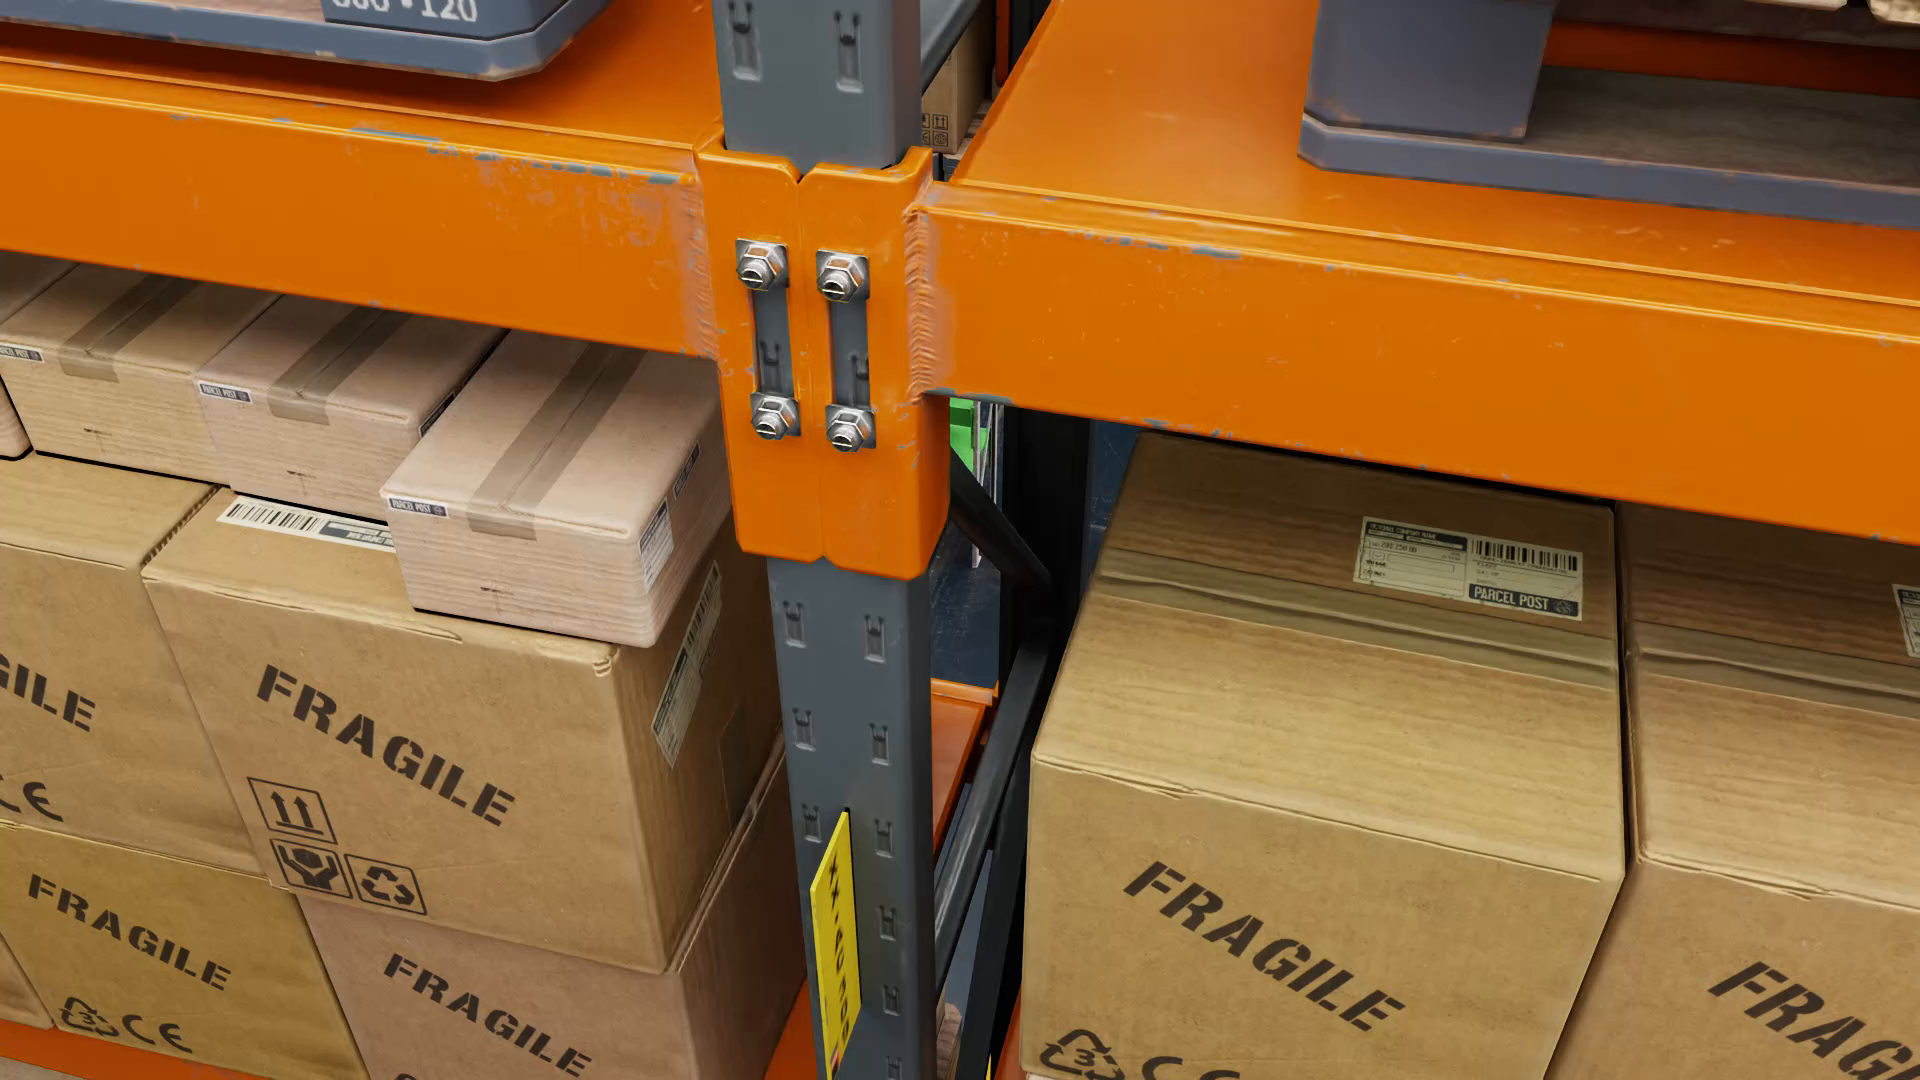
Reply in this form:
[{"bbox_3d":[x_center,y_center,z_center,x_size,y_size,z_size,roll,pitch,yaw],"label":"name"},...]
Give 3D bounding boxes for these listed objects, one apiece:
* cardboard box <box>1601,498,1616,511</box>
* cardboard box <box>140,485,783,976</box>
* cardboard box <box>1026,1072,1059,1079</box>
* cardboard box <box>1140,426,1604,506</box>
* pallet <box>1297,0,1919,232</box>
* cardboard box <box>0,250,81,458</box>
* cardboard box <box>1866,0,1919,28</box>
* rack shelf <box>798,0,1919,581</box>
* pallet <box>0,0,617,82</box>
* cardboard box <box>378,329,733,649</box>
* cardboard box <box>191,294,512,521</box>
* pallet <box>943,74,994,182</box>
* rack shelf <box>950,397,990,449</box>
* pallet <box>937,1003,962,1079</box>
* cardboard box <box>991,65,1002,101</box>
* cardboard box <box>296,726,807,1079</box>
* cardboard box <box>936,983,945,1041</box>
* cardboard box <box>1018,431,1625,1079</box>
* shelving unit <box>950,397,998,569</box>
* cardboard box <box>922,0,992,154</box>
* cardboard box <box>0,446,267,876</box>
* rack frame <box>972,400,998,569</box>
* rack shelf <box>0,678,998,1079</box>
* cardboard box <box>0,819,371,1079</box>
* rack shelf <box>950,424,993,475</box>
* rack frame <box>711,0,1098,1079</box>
[{"bbox_3d":[1.016,0.014,2.046,0.500,0.500,0.500,11,41,12],"label":"cardboard box"},{"bbox_3d":[-0.509,0.107,1.935,0.500,0.500,0.500,9,41,11],"label":"cardboard box"},{"bbox_3d":[0.370,0.549,1.991,0.500,0.250,0.500,9,41,10],"label":"cardboard box"},{"bbox_3d":[0.514,-0.068,2.143,0.500,0.500,0.500,11,41,13],"label":"cardboard box"},{"bbox_3d":[0.916,-0.519,1.351,1.217,0.209,0.805,8,41,10],"label":"pallet"},{"bbox_3d":[-1.076,-0.278,1.889,0.250,0.149,0.380,9,41,11],"label":"cardboard box"},{"bbox_3d":[0.794,-0.586,0.879,0.500,0.500,0.500,9,41,11],"label":"cardboard box"},{"bbox_3d":[1.950,-0.106,1.270,4.000,0.370,1.077,10,41,11],"label":"rack shelf"},{"bbox_3d":[-0.770,-0.822,1.633,1.213,0.211,1.003,10,41,11],"label":"pallet"},{"bbox_3d":[4.248,-0.270,3.668,8.416,2.449,5.789,9,41,11],"label":"cardboard box"},{"bbox_3d":[-0.589,-0.199,1.795,0.250,0.149,0.380,11,41,12],"label":"cardboard box"},{"bbox_3d":[0.634,-1.696,7.106,1.213,0.211,1.003,10,41,11],"label":"pallet"},{"bbox_3d":[-0.160,-0.438,4.938,0.480,0.148,0.258,10,41,11],"label":"rack shelf"},{"bbox_3d":[-0.696,1.328,3.505,1.213,0.211,1.003,10,41,11],"label":"pallet"},{"bbox_3d":[0.301,-2.047,7.245,0.250,0.149,0.380,9,41,11],"label":"cardboard box"},{"bbox_3d":[-0.496,0.478,2.270,0.500,0.500,0.500,10,41,12],"label":"cardboard box"},{"bbox_3d":[-0.561,1.084,3.292,0.875,0.438,0.875,9,41,11],"label":"cardboard box"},{"bbox_3d":[0.369,0.266,1.746,0.500,0.500,0.500,10,41,12],"label":"cardboard box"},{"bbox_3d":[-0.160,-0.487,4.897,0.503,1.200,0.258,10,41,11],"label":"shelving unit"},{"bbox_3d":[-0.182,-2.018,6.938,0.500,0.500,0.700,8,41,10],"label":"cardboard box"},{"bbox_3d":[-0.997,0.018,2.041,0.500,0.500,0.500,9,41,11],"label":"cardboard box"},{"bbox_3d":[0.076,-0.446,4.849,0.015,1.200,0.240,10,41,11],"label":"rack frame"},{"bbox_3d":[-1.914,0.378,3.027,4.000,0.370,1.077,10,41,11],"label":"rack shelf"},{"bbox_3d":[-0.995,0.396,2.368,0.500,0.500,0.500,9,41,10],"label":"cardboard box"},{"bbox_3d":[-0.160,-0.254,5.092,0.480,0.148,0.258,10,41,11],"label":"rack shelf"},{"bbox_3d":[0.019,0.433,2.402,0.053,2.616,0.949,10,41,11],"label":"rack frame"}]
